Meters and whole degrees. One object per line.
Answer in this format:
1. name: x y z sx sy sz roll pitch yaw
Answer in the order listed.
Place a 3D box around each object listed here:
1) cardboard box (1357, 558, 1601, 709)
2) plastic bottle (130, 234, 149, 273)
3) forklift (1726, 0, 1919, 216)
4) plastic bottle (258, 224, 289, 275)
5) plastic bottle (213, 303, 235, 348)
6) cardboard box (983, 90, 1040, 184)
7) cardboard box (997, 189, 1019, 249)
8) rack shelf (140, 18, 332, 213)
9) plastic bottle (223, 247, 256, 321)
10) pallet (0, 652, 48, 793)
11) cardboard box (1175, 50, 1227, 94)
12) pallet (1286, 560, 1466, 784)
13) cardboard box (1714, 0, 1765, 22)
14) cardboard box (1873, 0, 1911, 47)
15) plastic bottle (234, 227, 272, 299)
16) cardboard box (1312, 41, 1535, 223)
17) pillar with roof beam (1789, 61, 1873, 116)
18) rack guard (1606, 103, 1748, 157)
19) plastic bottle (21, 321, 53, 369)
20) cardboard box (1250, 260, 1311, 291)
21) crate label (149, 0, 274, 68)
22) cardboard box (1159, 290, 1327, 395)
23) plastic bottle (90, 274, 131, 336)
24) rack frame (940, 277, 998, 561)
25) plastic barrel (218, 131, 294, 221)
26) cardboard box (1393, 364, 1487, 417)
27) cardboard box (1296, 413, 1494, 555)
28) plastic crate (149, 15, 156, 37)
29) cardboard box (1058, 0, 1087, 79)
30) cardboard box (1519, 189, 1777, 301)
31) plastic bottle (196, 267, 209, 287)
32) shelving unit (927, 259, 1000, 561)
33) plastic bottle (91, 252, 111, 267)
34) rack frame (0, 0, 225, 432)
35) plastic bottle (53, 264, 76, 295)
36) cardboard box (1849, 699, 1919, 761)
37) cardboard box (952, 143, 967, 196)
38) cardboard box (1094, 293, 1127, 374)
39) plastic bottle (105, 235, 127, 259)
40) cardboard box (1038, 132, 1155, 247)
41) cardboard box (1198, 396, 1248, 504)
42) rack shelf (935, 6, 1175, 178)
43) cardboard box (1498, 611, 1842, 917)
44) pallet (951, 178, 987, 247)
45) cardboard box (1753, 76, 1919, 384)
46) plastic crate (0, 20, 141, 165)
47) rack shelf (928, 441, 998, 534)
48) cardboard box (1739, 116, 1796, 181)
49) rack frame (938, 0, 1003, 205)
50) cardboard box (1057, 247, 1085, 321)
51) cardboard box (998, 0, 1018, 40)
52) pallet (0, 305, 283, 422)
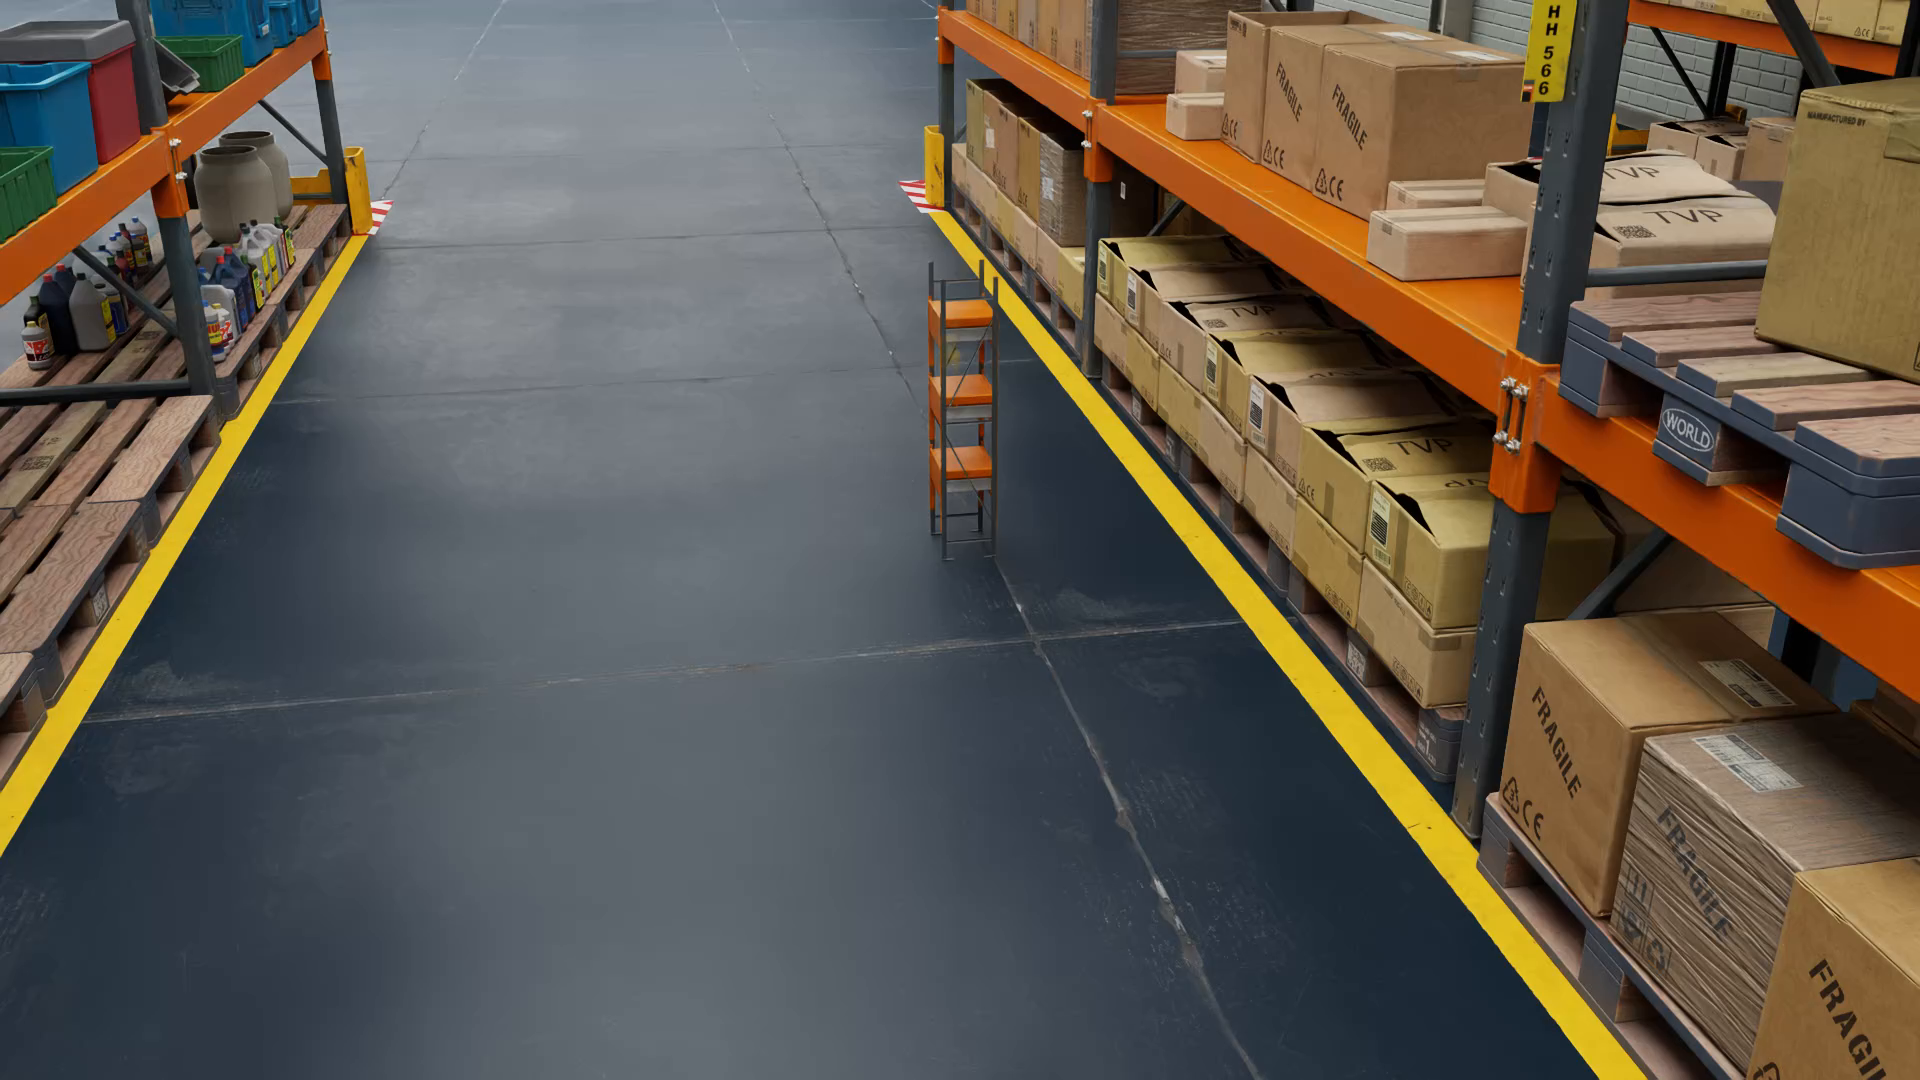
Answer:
1. cardboard box: 1.497 0.246 4.849 0.500 0.250 0.500 -4 24 -8
2. plastic bottle: -4.466 -1.556 9.012 0.097 0.201 0.097 0 24 0
3. forklift: 4.520 -1.684 6.443 3.031 2.935 1.130 1 24 2
4. plastic bottle: -3.724 -1.576 8.964 0.152 0.276 0.135 -4 24 -9
5. plastic bottle: -3.440 -0.997 7.733 0.097 0.201 0.097 0 24 0
6. cardboard box: 0.435 -2.435 10.052 0.500 0.500 0.500 -4 24 -10
7. cardboard box: 0.511 -1.894 9.749 0.500 0.250 0.500 -4 24 -10
8. rack shelf: -4.144 -2.297 8.662 1.077 0.370 4.000 -4 24 -10
9. plastic bottle: -3.550 -1.251 8.126 0.144 0.351 0.185 -5 24 -12
10. pallet: -3.140 0.703 4.376 1.003 0.211 1.213 -4 24 -10
11. cardboard box: 1.228 -1.946 7.146 0.500 0.250 0.500 -3 24 -6
12. pallet: 1.720 0.319 5.256 1.003 0.211 1.213 -4 24 -10
13. cardboard box: 5.199 -3.468 10.605 0.500 0.250 0.500 -5 24 -11
14. cardboard box: 5.493 -2.875 9.246 0.500 0.250 0.500 -4 24 -10
15. plastic bottle: -3.629 -1.418 8.509 0.144 0.351 0.185 -4 24 -10
16. cardboard box: 1.508 -1.337 5.438 0.500 0.500 0.500 -6 24 -13
17. pillar with roof beam: 1.971 -6.366 9.583 9.100 9.000 0.400 -4 24 -10
18. rack guard: 5.236 -2.972 12.429 1.175 0.500 0.348 -4 24 -10
19. plastic bottle: -4.147 -0.879 7.462 0.097 0.201 0.097 0 24 0
20. cardboard box: 1.554 -1.053 7.123 0.500 0.311 0.500 -4 24 -8
21. crate label: -3.908 -2.726 8.700 0.502 0.435 0.616 -4 24 -10
22. cardboard box: 1.110 -0.813 6.574 0.500 0.311 0.500 -5 24 -11
23. plastic bottle: -4.071 -1.122 7.925 0.152 0.276 0.135 -4 24 -10
24. rack frame: 0.032 -0.412 5.882 0.200 1.050 0.008 -4 24 -10
25. plastic barrel: -4.317 -2.213 10.153 0.421 0.512 0.421 0 24 0
26. cardboard box: 1.828 -0.456 5.757 0.500 0.311 0.500 -5 24 -11
27. cardboard box: 1.393 -0.213 5.201 0.500 0.311 0.500 -5 24 -11
28. plastic crate: -4.665 -2.917 9.511 0.298 0.136 0.250 -4 24 -10
29. cardboard box: 0.902 -2.632 8.405 0.700 0.500 0.500 -5 24 -10
30. cardboard box: 1.810 -0.738 4.303 0.500 0.311 0.500 -3 24 -6
31. plastic bottle: -3.657 -1.166 7.931 0.144 0.351 0.185 -4 24 -10
32. shelving unit: 0.010 -0.460 5.992 0.215 1.050 0.252 -4 24 -10
33. plastic bottle: -4.298 -1.293 8.315 0.152 0.276 0.135 -4 24 -9
34. rack frame: -3.774 -1.840 6.716 1.000 3.000 0.127 -4 24 -10
35. plastic bottle: -4.212 -1.136 7.862 0.144 0.351 0.185 -6 24 -12
36. cardboard box: 2.238 0.662 3.560 0.500 0.500 0.500 -3 24 -8
37. cardboard box: 0.235 -2.484 11.100 0.500 0.250 0.500 -4 24 -10
38. cardboard box: 0.926 -0.961 7.613 0.500 0.250 0.500 -5 24 -11
39. plastic bottle: -4.403 -1.455 8.692 0.097 0.271 0.097 0 24 0
40. cardboard box: 0.713 -1.845 8.701 0.500 0.500 0.500 -4 24 -10
41. cardboard box: 1.210 -0.356 6.228 0.500 0.250 0.500 -4 24 -9
42. rack shelf: 0.725 -2.663 9.498 1.077 0.370 4.000 -4 24 -10
43. cardboard box: 1.637 0.512 3.904 0.500 0.500 0.500 -3 24 -7
44. pallet: 0.537 -2.203 11.031 1.003 0.211 1.213 -4 24 -10
45. cardboard box: 2.061 -0.631 3.298 0.700 0.500 0.500 -13 27 -27
46. plastic crate: -3.384 -1.702 6.319 0.402 0.464 0.583 -4 24 -10
47. rack shelf: 0.010 -0.196 6.107 0.215 0.259 0.240 -4 24 -10
48. cardboard box: 5.454 -2.408 10.589 0.700 0.500 0.500 -6 24 -13
49. rack frame: 0.355 -3.779 11.155 1.000 3.000 0.127 -4 24 -10
50. cardboard box: 0.794 -1.304 8.399 0.500 0.250 0.500 -4 24 -10
51. cardboard box: 0.617 -3.238 9.792 0.700 0.500 0.500 -4 24 -9
52. pallet: -3.857 -0.830 7.886 1.003 0.211 1.213 -4 24 -10
